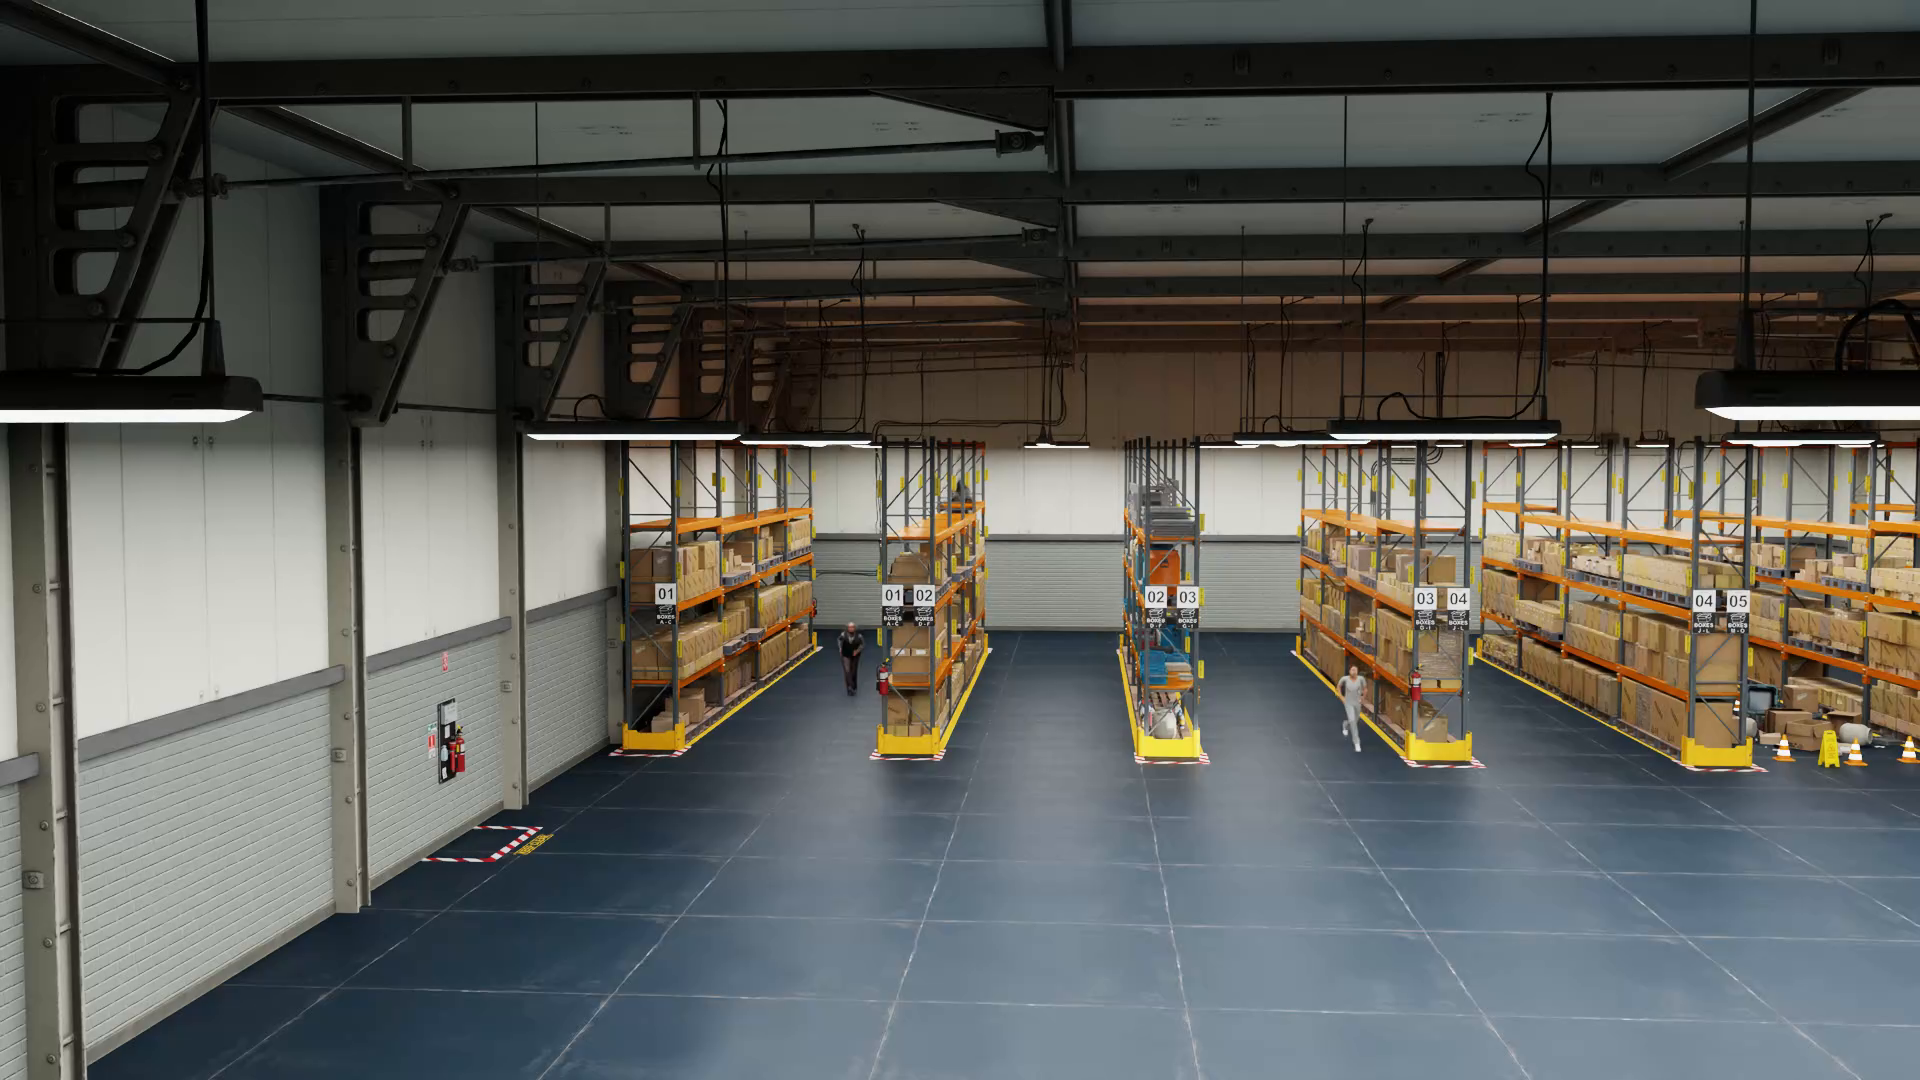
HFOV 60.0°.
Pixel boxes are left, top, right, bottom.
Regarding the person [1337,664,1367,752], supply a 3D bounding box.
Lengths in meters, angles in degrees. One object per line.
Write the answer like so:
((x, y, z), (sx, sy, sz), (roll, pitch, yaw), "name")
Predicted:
((7.571, 3.195, 32.164), (0.565, 1.658, 1.051), (0, 3, -3), "person")

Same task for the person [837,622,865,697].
((-2.558, 2.780, 39.189), (0.673, 1.720, 0.993), (0, 3, 1), "person")
